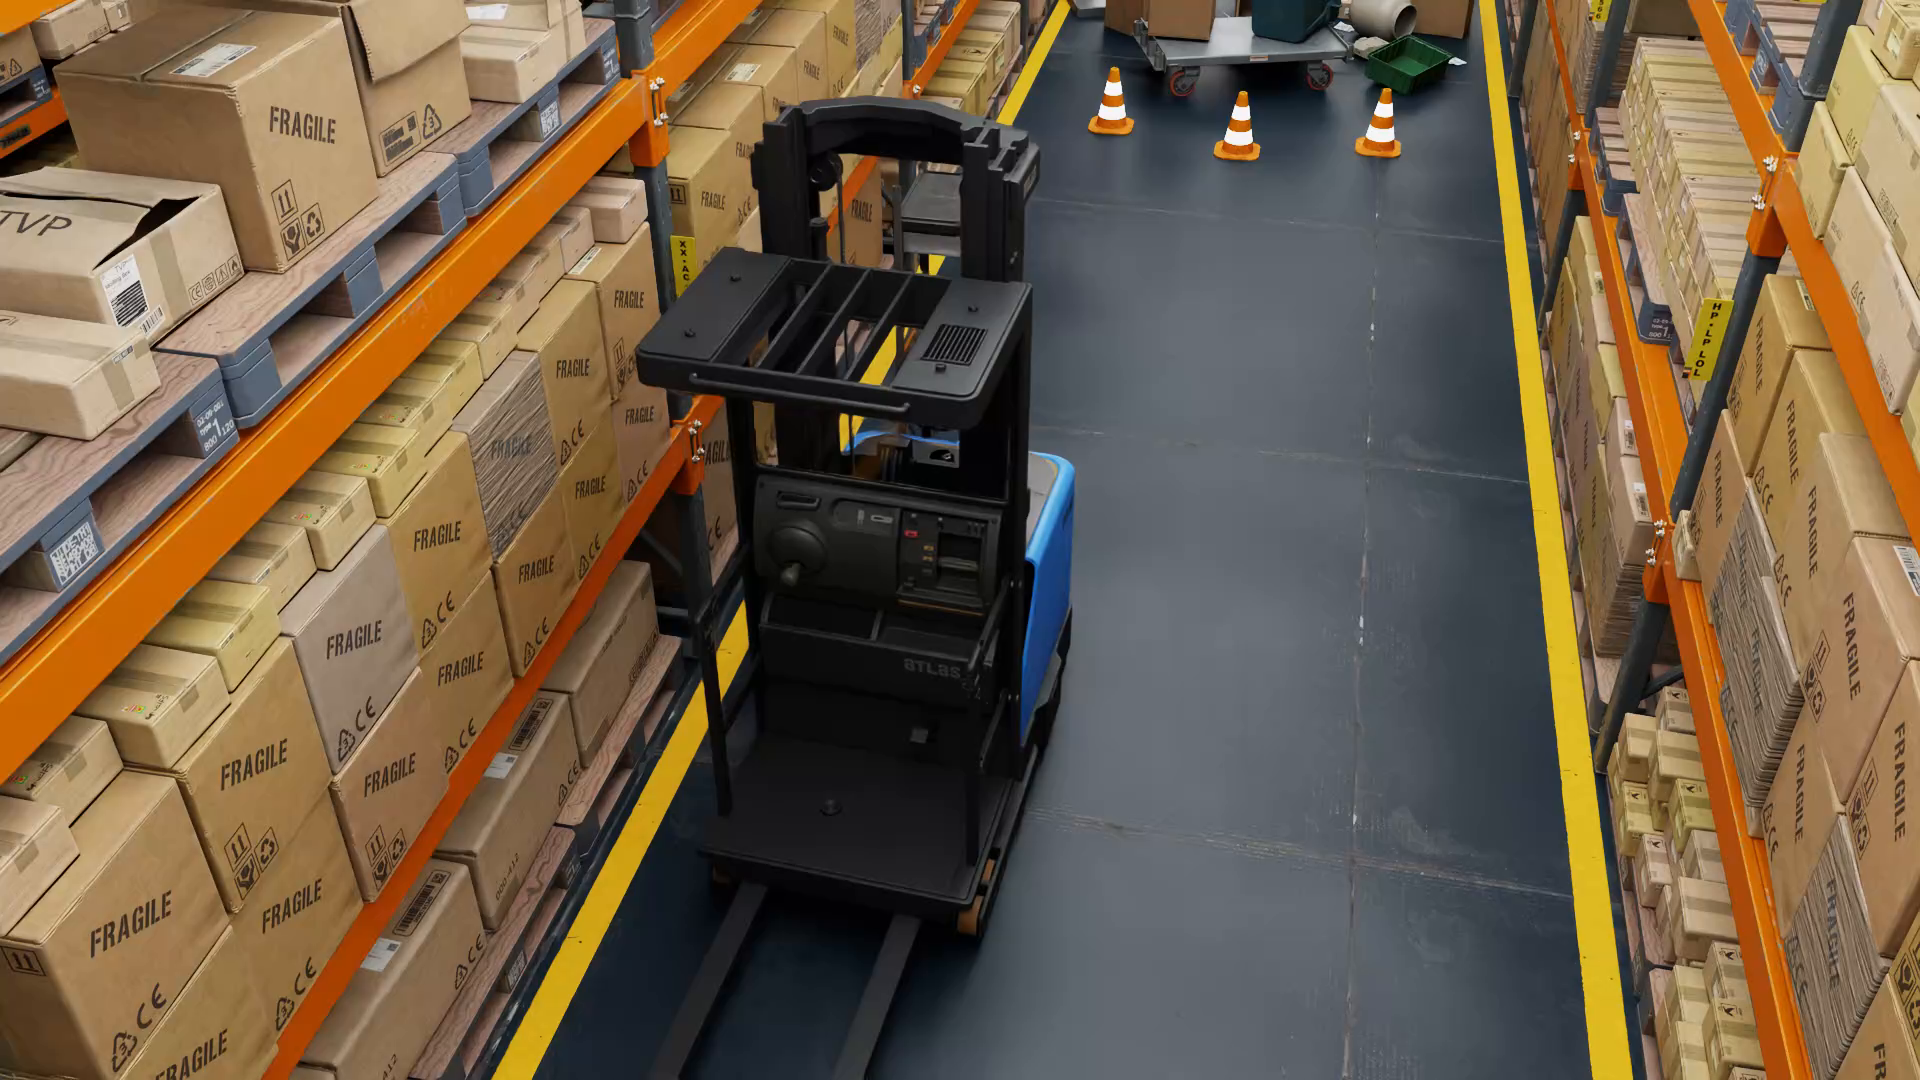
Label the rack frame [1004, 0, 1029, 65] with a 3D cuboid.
[{"bbox_3d":[0.076,-5.330,13.318,1.000,3.000,0.127,7,37,10],"label":"rack frame"}]

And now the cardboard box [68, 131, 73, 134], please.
[{"bbox_3d":[-5.514,-2.602,10.774,0.380,0.149,0.250,6,36,8],"label":"cardboard box"}]

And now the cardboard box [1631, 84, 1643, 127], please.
[{"bbox_3d":[3.724,-2.255,8.678,0.380,0.149,0.250,9,37,12],"label":"cardboard box"}]

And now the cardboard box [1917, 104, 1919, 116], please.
[{"bbox_3d":[2.737,-1.116,4.310,0.380,0.149,0.250,6,36,9],"label":"cardboard box"}]

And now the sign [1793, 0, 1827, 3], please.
[{"bbox_3d":[2.682,-1.832,5.159,0.100,0.325,0.005,7,37,10],"label":"sign"}]

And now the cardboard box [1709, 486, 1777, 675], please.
[{"bbox_3d":[2.774,0.195,5.356,0.500,0.500,0.500,7,37,10],"label":"cardboard box"}]

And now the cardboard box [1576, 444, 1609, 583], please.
[{"bbox_3d":[3.247,-0.089,7.859,0.500,0.500,0.500,6,36,9],"label":"cardboard box"}]

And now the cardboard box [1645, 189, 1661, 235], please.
[{"bbox_3d":[3.505,-1.551,7.960,0.380,0.149,0.250,8,37,11],"label":"cardboard box"}]

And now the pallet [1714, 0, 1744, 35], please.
[{"bbox_3d":[3.679,-2.255,6.679,1.213,0.211,1.003,7,37,10],"label":"pallet"}]

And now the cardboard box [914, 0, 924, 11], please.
[{"bbox_3d":[-0.456,-3.597,10.230,0.500,0.500,0.500,6,36,9],"label":"cardboard box"}]

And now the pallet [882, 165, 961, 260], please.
[{"bbox_3d":[-0.610,-2.355,11.590,1.003,0.211,1.213,7,37,10],"label":"pallet"}]

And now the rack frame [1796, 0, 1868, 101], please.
[{"bbox_3d":[3.225,-2.610,4.453,1.000,3.000,0.127,7,37,10],"label":"rack frame"}]

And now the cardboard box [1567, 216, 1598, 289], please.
[{"bbox_3d":[3.696,-1.571,9.264,0.500,0.250,0.500,6,36,8],"label":"cardboard box"}]

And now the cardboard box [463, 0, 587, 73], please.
[{"bbox_3d":[-1.456,-1.708,5.436,0.396,0.266,0.258,8,37,11],"label":"cardboard box"}]

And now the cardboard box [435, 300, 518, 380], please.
[{"bbox_3d":[-1.667,-0.660,5.385,0.380,0.149,0.250,7,37,10],"label":"cardboard box"}]

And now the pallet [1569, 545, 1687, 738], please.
[{"bbox_3d":[3.390,0.502,7.648,1.003,0.211,1.213,7,37,10],"label":"pallet"}]

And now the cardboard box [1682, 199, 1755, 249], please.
[{"bbox_3d":[3.346,-1.338,7.159,0.380,0.149,0.250,6,36,8],"label":"cardboard box"}]

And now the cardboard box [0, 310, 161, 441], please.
[{"bbox_3d":[-2.030,-0.369,3.688,0.380,0.149,0.250,9,37,12],"label":"cardboard box"}]

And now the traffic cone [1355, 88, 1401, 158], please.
[{"bbox_3d":[3.172,-3.161,12.487,0.336,0.463,0.334,7,37,10],"label":"traffic cone"}]

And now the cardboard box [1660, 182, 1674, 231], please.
[{"bbox_3d":[3.453,-1.517,7.660,0.380,0.149,0.250,9,37,12],"label":"cardboard box"}]

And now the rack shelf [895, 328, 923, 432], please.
[{"bbox_3d":[-0.035,-0.744,7.781,0.431,0.518,0.480,7,37,10],"label":"rack shelf"}]

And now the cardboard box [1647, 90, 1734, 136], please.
[{"bbox_3d":[3.623,-2.096,8.206,0.380,0.149,0.250,6,36,8],"label":"cardboard box"}]

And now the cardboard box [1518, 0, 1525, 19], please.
[{"bbox_3d":[5.325,-4.946,14.241,0.875,0.875,0.875,8,37,10],"label":"cardboard box"}]

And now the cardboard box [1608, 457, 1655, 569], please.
[{"bbox_3d":[3.137,-0.101,7.237,0.500,0.250,0.500,6,36,9],"label":"cardboard box"}]

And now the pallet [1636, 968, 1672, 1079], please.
[{"bbox_3d":[2.858,2.039,5.527,1.003,0.211,1.213,7,37,10],"label":"pallet"}]

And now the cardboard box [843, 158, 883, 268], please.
[{"bbox_3d":[-1.007,-1.961,10.122,0.875,0.875,0.875,7,37,10],"label":"cardboard box"}]

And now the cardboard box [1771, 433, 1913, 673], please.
[{"bbox_3d":[2.657,0.066,4.683,0.500,0.500,0.500,8,37,11],"label":"cardboard box"}]

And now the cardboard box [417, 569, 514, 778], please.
[{"bbox_3d":[-1.806,0.398,5.330,0.500,0.500,0.500,8,37,12],"label":"cardboard box"}]

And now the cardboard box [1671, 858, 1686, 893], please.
[{"bbox_3d":[2.791,1.306,5.981,0.380,0.149,0.250,6,36,8],"label":"cardboard box"}]

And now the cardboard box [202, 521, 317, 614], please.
[{"bbox_3d":[-1.943,0.069,4.379,0.380,0.149,0.250,8,37,10],"label":"cardboard box"}]

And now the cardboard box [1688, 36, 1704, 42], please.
[{"bbox_3d":[4.439,-2.738,9.657,0.500,0.500,0.500,8,37,10],"label":"cardboard box"}]

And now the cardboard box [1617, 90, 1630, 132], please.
[{"bbox_3d":[3.787,-2.311,9.009,0.380,0.149,0.250,7,36,9],"label":"cardboard box"}]

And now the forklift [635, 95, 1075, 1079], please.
[{"bbox_3d":[-0.363,0.084,5.906,1.130,2.935,3.031,9,37,12],"label":"forklift"}]

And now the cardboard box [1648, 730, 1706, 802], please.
[{"bbox_3d":[2.832,0.884,6.308,0.380,0.149,0.250,9,37,12],"label":"cardboard box"}]

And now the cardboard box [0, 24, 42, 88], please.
[{"bbox_3d":[-5.796,-2.910,9.533,0.797,0.503,0.637,7,36,9],"label":"cardboard box"}]

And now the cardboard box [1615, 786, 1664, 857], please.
[{"bbox_3d":[2.777,1.124,6.484,0.380,0.149,0.250,8,37,11],"label":"cardboard box"}]

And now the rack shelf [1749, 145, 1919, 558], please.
[{"bbox_3d":[2.798,0.042,3.963,1.077,0.370,4.000,7,37,10],"label":"rack shelf"}]

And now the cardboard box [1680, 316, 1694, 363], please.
[{"bbox_3d":[3.226,-0.793,6.915,0.380,0.149,0.250,7,37,10],"label":"cardboard box"}]

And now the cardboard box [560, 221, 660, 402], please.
[{"bbox_3d":[-1.463,-0.884,6.246,0.500,0.500,0.500,7,37,10],"label":"cardboard box"}]

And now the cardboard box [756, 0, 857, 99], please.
[{"bbox_3d":[-0.847,-2.574,8.578,0.500,0.500,0.500,7,37,10],"label":"cardboard box"}]

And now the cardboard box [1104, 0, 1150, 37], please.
[{"bbox_3d":[1.635,-4.762,14.663,0.500,0.500,0.500,-24,42,-30],"label":"cardboard box"}]

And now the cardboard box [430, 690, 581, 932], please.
[{"bbox_3d":[-2.062,0.984,6.432,0.875,0.438,0.875,6,36,9],"label":"cardboard box"}]

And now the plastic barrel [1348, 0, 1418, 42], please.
[{"bbox_3d":[3.678,-4.567,14.461,0.421,0.421,0.512,-24,42,-30],"label":"plastic barrel"}]

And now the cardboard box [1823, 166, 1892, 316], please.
[{"bbox_3d":[2.770,-0.814,4.659,0.500,0.250,0.500,7,36,9],"label":"cardboard box"}]

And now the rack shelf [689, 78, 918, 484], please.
[{"bbox_3d":[-1.205,-1.599,8.783,1.077,0.370,4.000,7,37,10],"label":"rack shelf"}]

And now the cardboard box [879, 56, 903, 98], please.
[{"bbox_3d":[-0.632,-2.653,9.753,0.500,0.250,0.500,6,36,8],"label":"cardboard box"}]

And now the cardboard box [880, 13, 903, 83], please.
[{"bbox_3d":[-0.633,-2.869,9.624,0.500,0.250,0.500,7,37,10],"label":"cardboard box"}]

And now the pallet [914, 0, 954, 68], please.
[{"bbox_3d":[-0.730,-3.381,10.792,1.213,0.211,1.003,7,37,10],"label":"pallet"}]

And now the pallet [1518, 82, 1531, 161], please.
[{"bbox_3d":[4.843,-3.186,12.737,1.003,0.211,1.213,7,37,10],"label":"pallet"}]

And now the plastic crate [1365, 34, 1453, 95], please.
[{"bbox_3d":[3.691,-3.916,13.714,0.450,0.188,0.662,36,48,26],"label":"plastic crate"}]

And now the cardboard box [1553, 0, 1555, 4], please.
[{"bbox_3d":[4.342,-3.964,11.348,0.500,0.500,0.500,7,37,10],"label":"cardboard box"}]

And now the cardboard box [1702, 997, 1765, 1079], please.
[{"bbox_3d":[2.590,1.627,5.284,0.380,0.149,0.250,7,37,10],"label":"cardboard box"}]

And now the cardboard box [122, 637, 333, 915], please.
[{"bbox_3d":[-2.002,0.568,4.243,0.500,0.500,0.500,6,36,9],"label":"cardboard box"}]

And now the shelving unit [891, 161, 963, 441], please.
[{"bbox_3d":[-0.035,-0.755,7.773,0.431,2.100,0.503,7,37,10],"label":"shelving unit"}]

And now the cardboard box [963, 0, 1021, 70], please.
[{"bbox_3d":[-0.033,-4.135,13.551,0.950,0.372,0.625,8,37,11],"label":"cardboard box"}]

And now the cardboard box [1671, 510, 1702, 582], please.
[{"bbox_3d":[2.845,0.042,6.120,0.380,0.149,0.250,9,37,12],"label":"cardboard box"}]
